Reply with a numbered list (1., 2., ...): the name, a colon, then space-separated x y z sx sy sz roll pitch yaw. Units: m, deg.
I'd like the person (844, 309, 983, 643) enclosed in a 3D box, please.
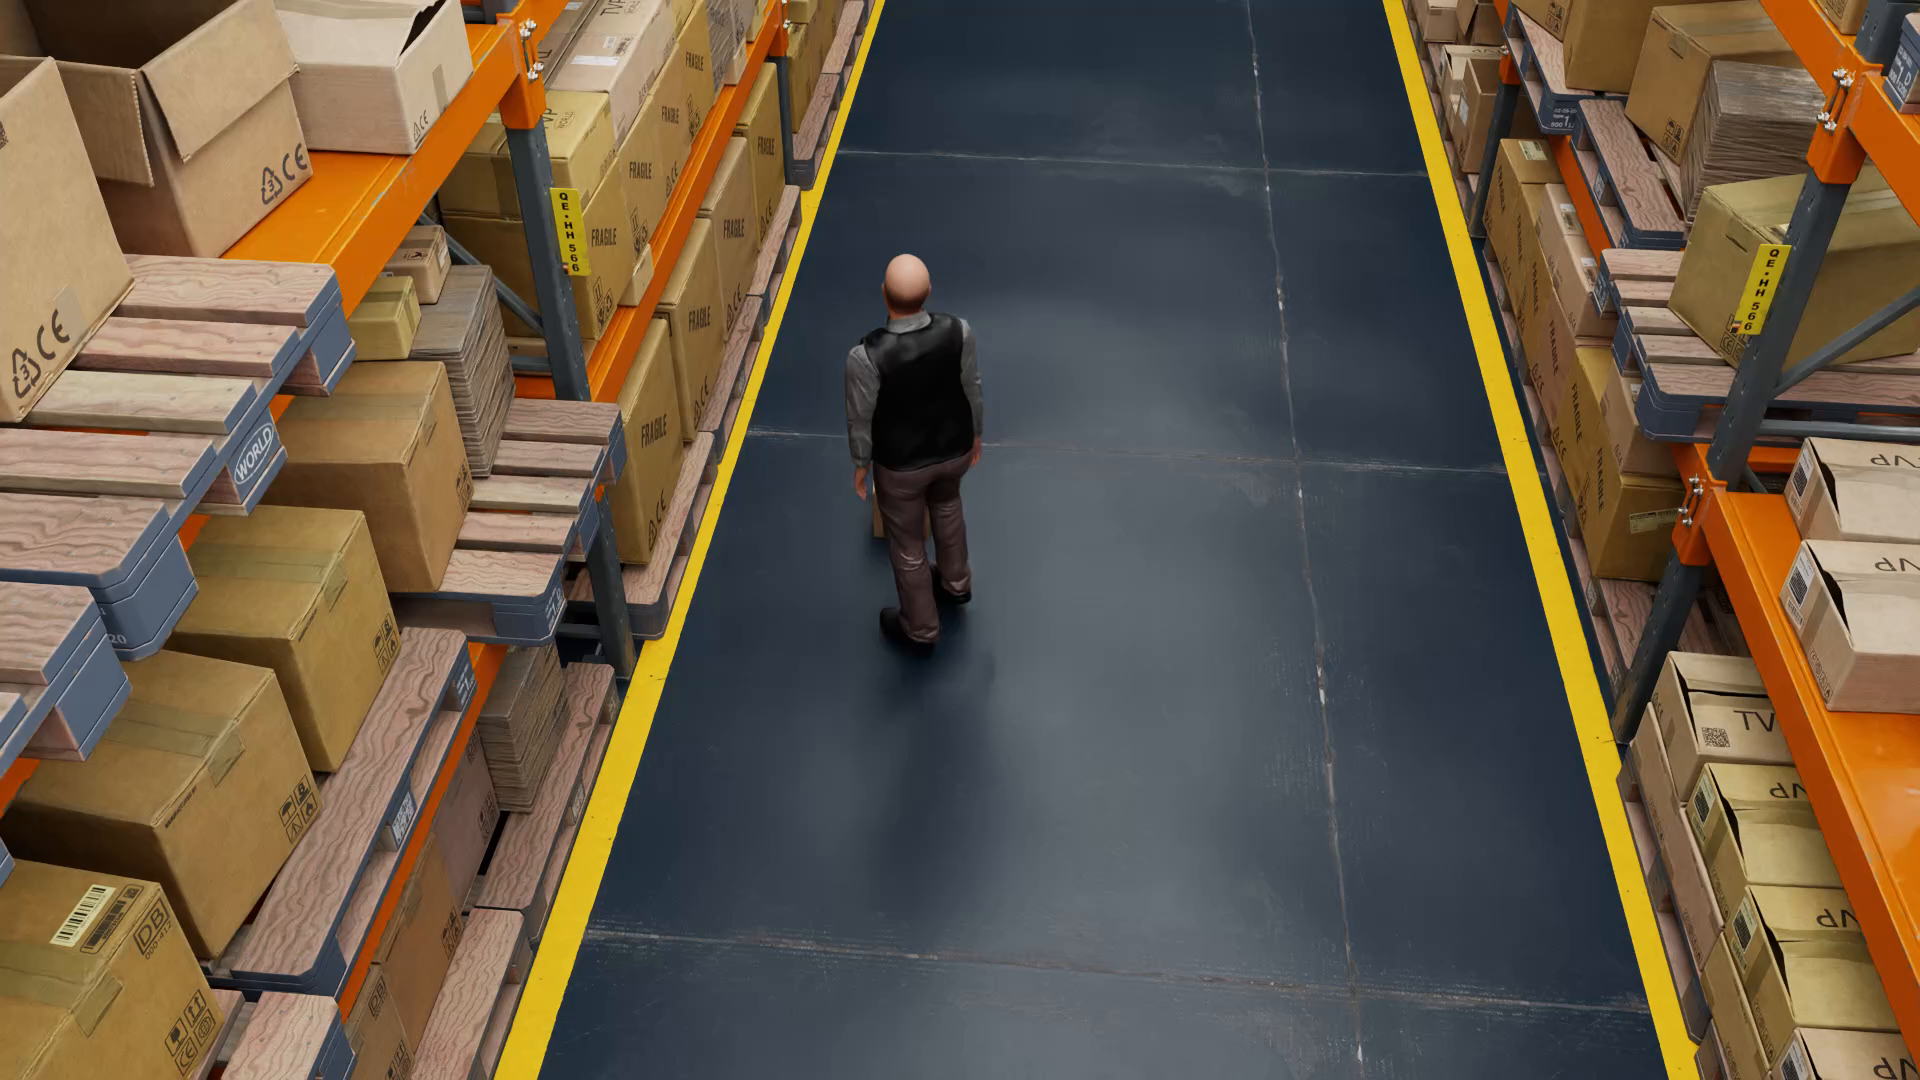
1. person: -0.169 -0.283 6.587 0.559 1.458 0.488 -17 43 -19
